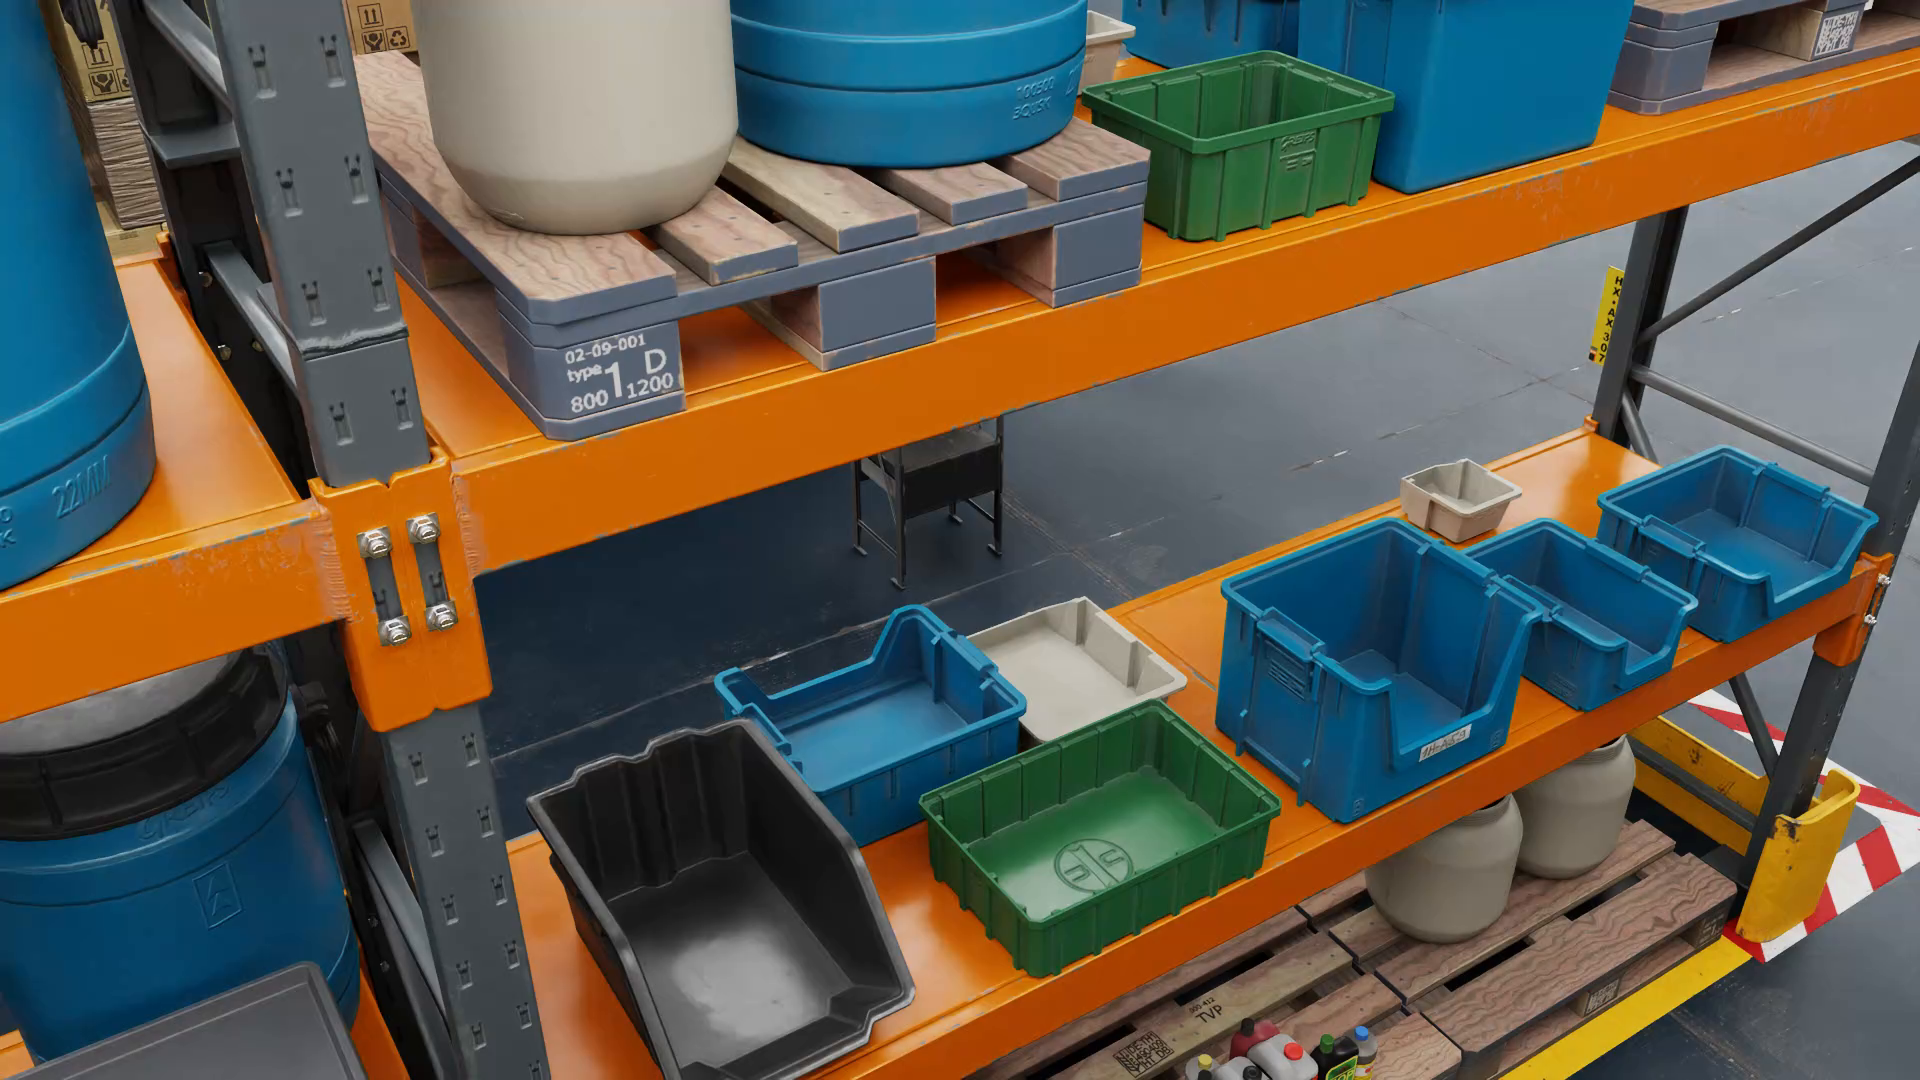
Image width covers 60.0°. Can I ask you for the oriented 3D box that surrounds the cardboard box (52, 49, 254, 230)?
[{"bbox_3d":[-3.264,-1.675,6.722,0.500,0.500,0.875,-19,37,-27],"label":"cardboard box"}]

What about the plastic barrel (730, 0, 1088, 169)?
[{"bbox_3d":[-0.097,-1.082,2.479,0.708,0.901,0.600,-19,37,-27],"label":"plastic barrel"}]

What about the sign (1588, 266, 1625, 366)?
[{"bbox_3d":[2.076,-0.705,5.297,0.005,0.325,0.100,-19,37,-27],"label":"sign"}]

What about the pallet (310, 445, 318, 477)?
[{"bbox_3d":[-3.130,-0.436,7.743,1.213,0.211,1.003,-19,37,-27],"label":"pallet"}]

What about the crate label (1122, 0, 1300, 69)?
[{"bbox_3d":[0.618,-1.153,3.594,0.408,0.251,0.502,-19,37,-27],"label":"crate label"}]

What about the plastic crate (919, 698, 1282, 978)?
[{"bbox_3d":[0.302,0.640,3.623,0.662,0.188,0.450,-19,37,-27],"label":"plastic crate"}]

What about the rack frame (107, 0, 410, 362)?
[{"bbox_3d":[-0.992,-1.721,1.544,0.127,3.000,1.000,-19,37,-27],"label":"rack frame"}]

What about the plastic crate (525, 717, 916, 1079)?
[{"bbox_3d":[-0.483,0.748,3.311,0.504,0.338,0.767,-19,37,-27],"label":"plastic crate"}]

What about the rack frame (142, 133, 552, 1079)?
[{"bbox_3d":[-0.992,0.816,3.145,0.127,3.000,1.000,-19,37,-27],"label":"rack frame"}]

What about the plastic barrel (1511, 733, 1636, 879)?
[{"bbox_3d":[1.858,0.759,5.174,0.421,0.512,0.421,0,32,0],"label":"plastic barrel"}]

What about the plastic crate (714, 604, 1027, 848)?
[{"bbox_3d":[-0.209,0.437,3.885,0.616,0.251,0.499,-19,37,-27],"label":"plastic crate"}]

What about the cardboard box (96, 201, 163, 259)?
[{"bbox_3d":[-3.332,-1.226,6.618,0.250,0.149,0.380,-19,37,-27],"label":"cardboard box"}]

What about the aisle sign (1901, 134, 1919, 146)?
[{"bbox_3d":[2.591,-1.327,4.106,0.004,0.787,0.394,-19,37,-27],"label":"aisle sign"}]

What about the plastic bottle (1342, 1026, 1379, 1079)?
[{"bbox_3d":[1.064,1.385,4.454,0.097,0.201,0.097,0,32,0],"label":"plastic bottle"}]

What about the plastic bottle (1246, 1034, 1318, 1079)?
[{"bbox_3d":[0.837,1.414,4.338,0.135,0.276,0.152,-19,37,-27],"label":"plastic bottle"}]

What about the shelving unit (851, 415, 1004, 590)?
[{"bbox_3d":[-0.139,-0.840,6.614,0.503,2.100,0.431,-19,37,-27],"label":"shelving unit"}]

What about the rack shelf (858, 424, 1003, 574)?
[{"bbox_3d":[-0.139,-0.237,6.995,0.480,0.518,0.431,-19,37,-27],"label":"rack shelf"}]

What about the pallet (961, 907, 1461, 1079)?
[{"bbox_3d":[0.621,1.465,4.729,1.213,0.211,1.003,-19,37,-27],"label":"pallet"}]

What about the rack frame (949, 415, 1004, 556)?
[{"bbox_3d":[0.066,-0.911,6.726,0.015,2.100,0.400,-19,37,-27],"label":"rack frame"}]

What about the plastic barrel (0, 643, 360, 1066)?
[{"bbox_3d":[-1.481,0.580,3.049,0.708,0.901,0.600,-19,37,-27],"label":"plastic barrel"}]

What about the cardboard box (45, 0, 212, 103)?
[{"bbox_3d":[-3.160,-2.012,6.318,0.500,0.500,0.500,-19,37,-27],"label":"cardboard box"}]

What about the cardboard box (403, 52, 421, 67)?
[{"bbox_3d":[-2.459,-1.994,7.227,0.500,0.500,0.875,-19,37,-27],"label":"cardboard box"}]

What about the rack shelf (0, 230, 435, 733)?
[{"bbox_3d":[-2.673,0.430,1.620,4.000,0.370,1.077,-19,37,-27],"label":"rack shelf"}]

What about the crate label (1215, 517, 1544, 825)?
[{"bbox_3d":[0.970,0.298,3.933,0.616,0.435,0.502,-19,37,-27],"label":"crate label"}]

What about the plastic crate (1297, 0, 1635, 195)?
[{"bbox_3d":[0.930,-0.916,3.094,0.575,0.384,0.392,-19,37,-27],"label":"plastic crate"}]

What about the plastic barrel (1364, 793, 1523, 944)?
[{"bbox_3d":[1.437,0.904,4.944,0.421,0.512,0.421,0,32,0],"label":"plastic barrel"}]

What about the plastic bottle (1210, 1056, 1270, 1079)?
[{"bbox_3d":[0.721,1.454,4.274,0.135,0.276,0.152,-20,37,-29],"label":"plastic bottle"}]

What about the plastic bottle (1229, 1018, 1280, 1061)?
[{"bbox_3d":[0.779,1.363,4.411,0.133,0.283,0.061,-19,37,-27],"label":"plastic bottle"}]

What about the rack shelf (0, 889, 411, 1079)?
[{"bbox_3d":[-2.673,1.698,2.420,4.000,0.370,1.077,-19,37,-27],"label":"rack shelf"}]

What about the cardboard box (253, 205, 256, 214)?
[{"bbox_3d":[-2.920,-1.377,6.857,0.250,0.149,0.380,-19,37,-27],"label":"cardboard box"}]

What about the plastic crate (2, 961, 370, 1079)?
[{"bbox_3d":[-1.233,1.066,2.688,0.583,0.464,0.402,-19,37,-27],"label":"plastic crate"}]

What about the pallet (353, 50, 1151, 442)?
[{"bbox_3d":[-0.439,-0.625,2.795,1.003,0.211,1.213,-19,37,-27],"label":"pallet"}]

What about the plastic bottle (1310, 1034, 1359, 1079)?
[{"bbox_3d":[0.976,1.392,4.365,0.133,0.283,0.061,-18,36,-26],"label":"plastic bottle"}]

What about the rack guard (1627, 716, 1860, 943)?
[{"bbox_3d":[2.332,0.760,5.576,0.348,0.500,1.175,-19,37,-27],"label":"rack guard"}]

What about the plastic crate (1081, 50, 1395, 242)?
[{"bbox_3d":[0.482,-0.697,2.931,0.450,0.188,0.336,-19,37,-27],"label":"plastic crate"}]

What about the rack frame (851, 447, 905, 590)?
[{"bbox_3d":[-0.344,-0.770,6.502,0.015,2.100,0.400,-19,37,-27],"label":"rack frame"}]

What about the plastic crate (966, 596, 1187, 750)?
[{"bbox_3d":[0.236,0.345,4.139,0.437,0.136,0.530,-19,37,-27],"label":"plastic crate"}]

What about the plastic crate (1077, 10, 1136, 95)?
[{"bbox_3d":[0.138,-0.986,3.438,0.396,0.136,0.243,-19,37,-27],"label":"plastic crate"}]

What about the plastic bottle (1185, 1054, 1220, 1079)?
[{"bbox_3d":[0.637,1.435,4.374,0.097,0.201,0.097,0,32,0],"label":"plastic bottle"}]

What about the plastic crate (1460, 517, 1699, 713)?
[{"bbox_3d":[1.562,0.187,4.282,0.408,0.251,0.499,-19,37,-27],"label":"plastic crate"}]

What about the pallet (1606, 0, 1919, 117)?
[{"bbox_3d":[1.622,-1.334,3.918,1.213,0.211,1.003,-19,37,-27],"label":"pallet"}]

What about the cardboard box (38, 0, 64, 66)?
[{"bbox_3d":[-3.446,-2.249,6.695,0.500,0.500,0.500,-19,37,-27],"label":"cardboard box"}]

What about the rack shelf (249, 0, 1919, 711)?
[{"bbox_3d":[0.689,-0.726,3.453,4.000,0.370,1.077,-19,37,-27],"label":"rack shelf"}]

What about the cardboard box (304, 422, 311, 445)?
[{"bbox_3d":[-2.840,-0.792,7.643,0.500,0.500,0.500,-8,33,-12],"label":"cardboard box"}]

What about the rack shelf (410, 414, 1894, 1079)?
[{"bbox_3d":[0.689,0.542,4.253,4.000,0.370,1.077,-19,37,-27],"label":"rack shelf"}]

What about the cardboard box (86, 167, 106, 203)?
[{"bbox_3d":[-3.654,-1.493,7.040,0.250,0.149,0.380,-19,37,-27],"label":"cardboard box"}]

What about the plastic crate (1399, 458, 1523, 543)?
[{"bbox_3d":[1.443,-0.114,4.867,0.250,0.136,0.298,-19,37,-27],"label":"plastic crate"}]

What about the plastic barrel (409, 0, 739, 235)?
[{"bbox_3d":[-0.524,-0.714,2.260,0.421,0.512,0.421,0,32,0],"label":"plastic barrel"}]

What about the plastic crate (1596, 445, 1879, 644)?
[{"bbox_3d":[2.111,0.002,4.575,0.616,0.251,0.499,-19,37,-27],"label":"plastic crate"}]

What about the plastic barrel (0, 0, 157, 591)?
[{"bbox_3d":[-1.302,-0.420,1.823,0.708,0.901,0.600,-19,37,-27],"label":"plastic barrel"}]

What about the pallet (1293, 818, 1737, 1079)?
[{"bbox_3d":[1.646,1.115,5.285,1.213,0.211,1.003,-19,37,-27],"label":"pallet"}]

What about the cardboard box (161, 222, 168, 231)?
[{"bbox_3d":[-3.115,-1.292,6.723,0.250,0.149,0.380,-19,37,-27],"label":"cardboard box"}]

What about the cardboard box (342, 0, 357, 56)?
[{"bbox_3d":[-2.740,-2.157,6.549,0.500,0.500,0.500,-19,37,-27],"label":"cardboard box"}]

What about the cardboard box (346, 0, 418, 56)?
[{"bbox_3d":[-2.320,-2.302,6.777,0.500,0.500,0.500,-19,37,-27],"label":"cardboard box"}]

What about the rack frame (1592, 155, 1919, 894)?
[{"bbox_3d":[2.370,-0.340,4.978,0.127,3.000,1.000,-19,37,-27],"label":"rack frame"}]

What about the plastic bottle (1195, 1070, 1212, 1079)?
[{"bbox_3d":[0.584,1.472,4.176,0.185,0.351,0.144,-17,36,-25],"label":"plastic bottle"}]
